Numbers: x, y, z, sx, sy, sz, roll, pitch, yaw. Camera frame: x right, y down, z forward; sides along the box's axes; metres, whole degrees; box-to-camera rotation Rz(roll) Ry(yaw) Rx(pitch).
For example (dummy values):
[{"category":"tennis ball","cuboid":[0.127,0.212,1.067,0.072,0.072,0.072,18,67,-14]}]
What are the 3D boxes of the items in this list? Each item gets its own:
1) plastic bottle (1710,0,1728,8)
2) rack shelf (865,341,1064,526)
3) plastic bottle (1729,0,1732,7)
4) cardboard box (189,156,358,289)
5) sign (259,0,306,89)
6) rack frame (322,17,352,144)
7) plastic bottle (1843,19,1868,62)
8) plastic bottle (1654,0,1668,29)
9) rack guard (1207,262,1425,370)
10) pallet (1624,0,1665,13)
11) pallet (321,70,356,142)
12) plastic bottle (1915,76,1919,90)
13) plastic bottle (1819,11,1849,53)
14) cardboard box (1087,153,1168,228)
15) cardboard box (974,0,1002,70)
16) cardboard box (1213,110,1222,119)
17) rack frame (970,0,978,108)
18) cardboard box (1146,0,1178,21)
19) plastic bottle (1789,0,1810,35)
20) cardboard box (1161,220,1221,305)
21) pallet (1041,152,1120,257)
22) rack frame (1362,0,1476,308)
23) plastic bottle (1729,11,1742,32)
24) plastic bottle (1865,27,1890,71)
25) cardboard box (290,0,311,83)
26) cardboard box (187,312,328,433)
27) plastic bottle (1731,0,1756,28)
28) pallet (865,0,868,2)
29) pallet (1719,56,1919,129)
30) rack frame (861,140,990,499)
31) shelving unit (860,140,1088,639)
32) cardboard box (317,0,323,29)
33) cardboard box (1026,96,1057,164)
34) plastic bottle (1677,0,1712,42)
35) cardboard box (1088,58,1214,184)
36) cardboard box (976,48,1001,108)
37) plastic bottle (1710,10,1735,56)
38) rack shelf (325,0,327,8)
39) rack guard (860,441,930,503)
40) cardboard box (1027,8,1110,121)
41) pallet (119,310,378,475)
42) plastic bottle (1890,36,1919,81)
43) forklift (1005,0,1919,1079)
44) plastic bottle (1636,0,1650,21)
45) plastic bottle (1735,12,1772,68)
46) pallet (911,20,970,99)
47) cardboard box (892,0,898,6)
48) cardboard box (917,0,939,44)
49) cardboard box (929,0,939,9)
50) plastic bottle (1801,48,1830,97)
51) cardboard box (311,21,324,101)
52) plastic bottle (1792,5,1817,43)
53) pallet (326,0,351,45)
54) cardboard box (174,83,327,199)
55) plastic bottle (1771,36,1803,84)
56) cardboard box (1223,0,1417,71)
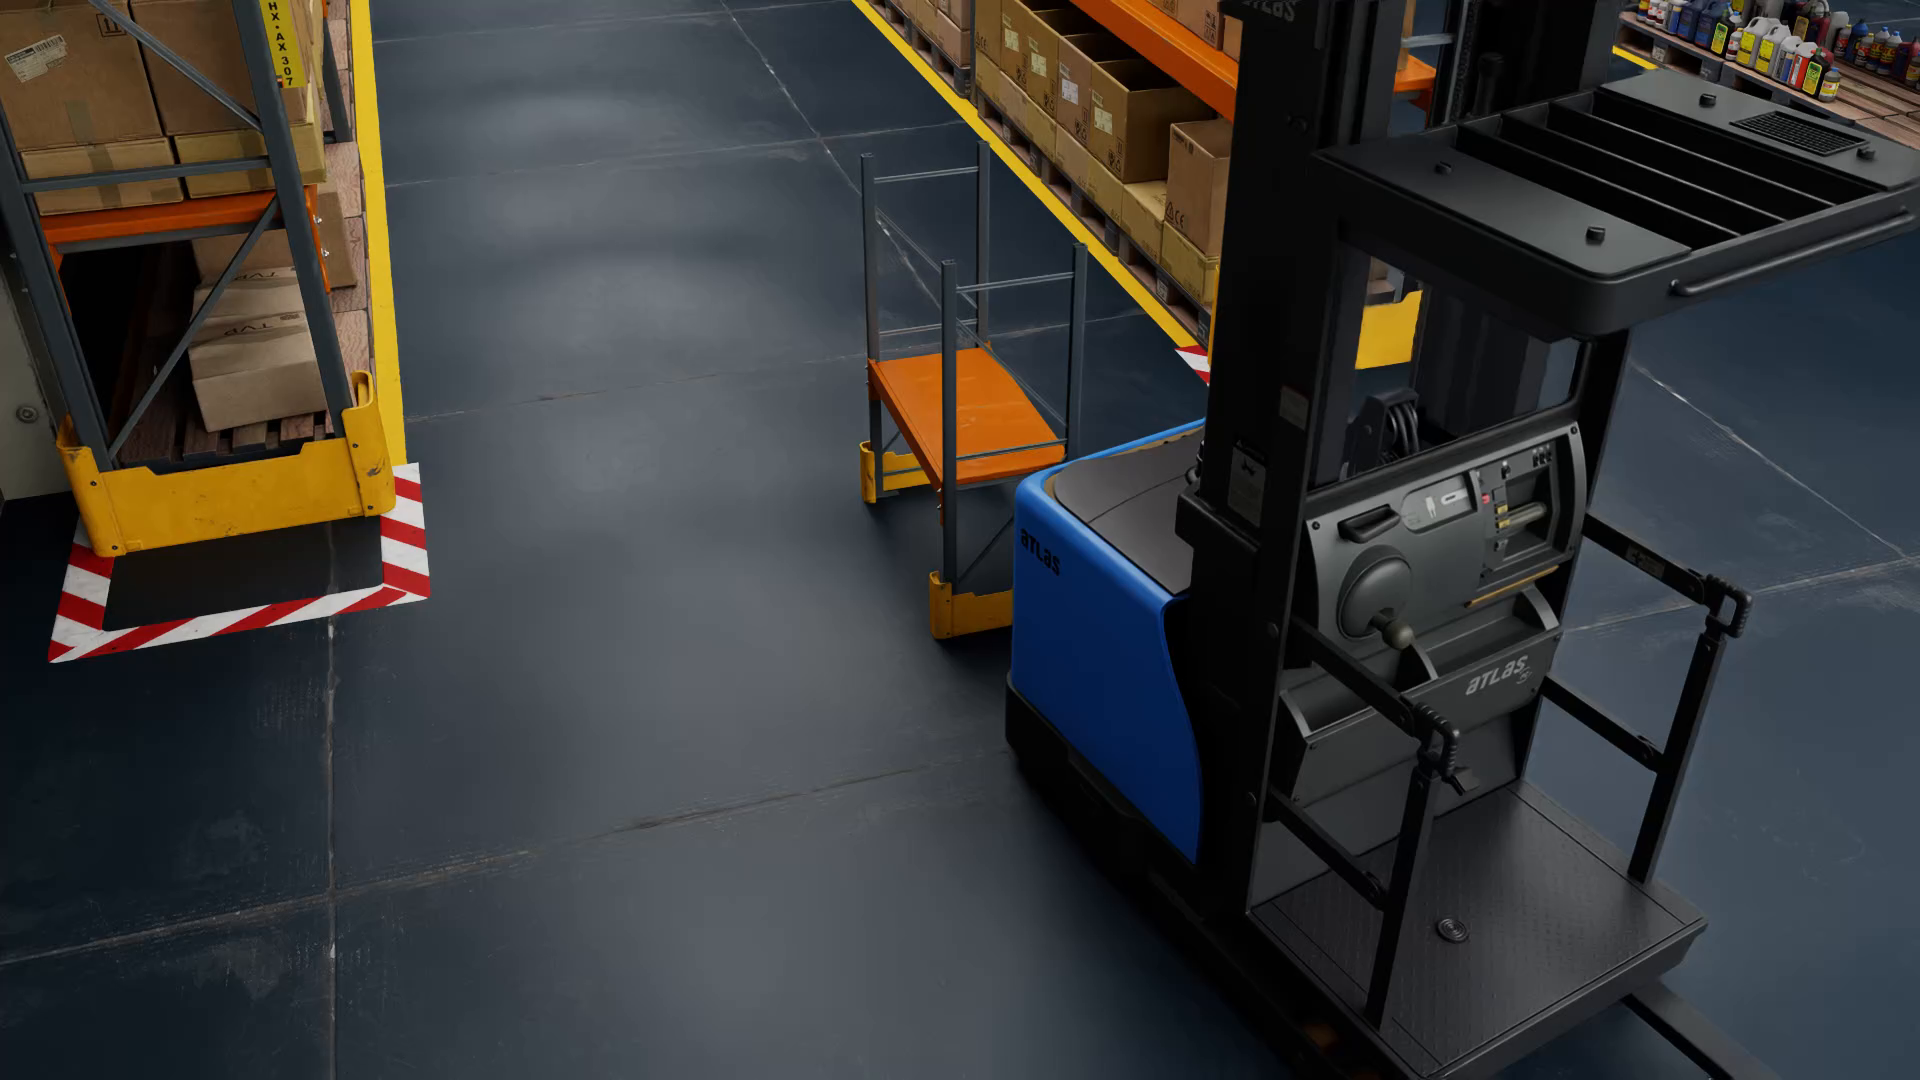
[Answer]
[{"category":"plastic bottle","cuboid":[5.269,-3.696,11.626,0.144,0.351,0.185,-10,35,-15]},{"category":"rack shelf","cuboid":[0.026,-0.431,6.368,0.538,0.185,1.000,-10,35,-15]},{"category":"plastic bottle","cuboid":[5.688,-3.965,12.169,0.097,0.201,0.097,0,33,0]},{"category":"cardboard box","cuboid":[-3.410,-1.533,8.217,0.700,0.500,0.500,-12,35,-18]},{"category":"sign","cuboid":[-2.418,-1.774,5.928,0.100,0.325,0.005,-10,35,-15]},{"category":"rack frame","cuboid":[-4.155,-3.421,9.206,1.000,3.000,0.127,-10,35,-15]},{"category":"plastic bottle","cuboid":[6.047,-3.375,11.213,0.097,0.271,0.097,0,33,0]},{"category":"plastic bottle","cuboid":[5.022,-3.755,11.852,0.097,0.201,0.097,0,33,0]},{"category":"rack guard","cuboid":[1.789,-1.101,7.962,1.175,0.500,0.348,-10,35,-15]},{"category":"pallet","cuboid":[5.004,-4.330,13.111,1.003,0.211,1.213,-10,35,-15]},{"category":"pallet","cuboid":[-4.394,-2.666,10.593,1.003,0.211,1.213,-10,35,-15]},{"category":"plastic bottle","cuboid":[6.244,-3.037,10.700,0.097,0.271,0.097,0,33,0]},{"category":"plastic bottle","cuboid":[5.954,-3.488,11.380,0.152,0.276,0.135,-9,35,-14]},{"category":"cardboard box","cuboid":[1.019,-1.939,9.076,0.500,0.250,0.500,-10,35,-15]},{"category":"cardboard box","cuboid":[0.405,-3.301,10.458,0.500,0.500,0.500,-10,35,-15]},{"category":"cardboard box","cuboid":[1.511,-2.338,9.001,0.500,0.500,0.500,-10,35,-15]},{"category":"rack frame","cuboid":[0.562,-4.256,10.470,1.000,3.000,0.127,-10,35,-15]},{"category":"cardboard box","cuboid":[1.341,-2.982,8.451,0.700,0.500,0.500,-10,35,-14]},{"category":"plastic bottle","cuboid":[5.899,-3.668,11.646,0.061,0.283,0.133,-8,34,-12]},{"category":"cardboard box","cuboid":[1.337,-1.416,8.285,0.500,0.250,0.500,-10,35,-15]},{"category":"pallet","cuboid":[1.140,-2.027,9.625,1.003,0.211,1.213,-10,35,-15]},{"category":"rack frame","cuboid":[1.782,-2.156,7.292,1.000,3.000,0.127,-10,35,-15]},{"category":"plastic bottle","cuboid":[5.269,-3.469,11.354,0.097,0.271,0.097,0,33,0]},{"category":"plastic bottle","cuboid":[6.109,-3.269,11.052,0.097,0.271,0.097,0,33,0]},{"category":"cardboard box","cuboid":[-2.935,-2.142,6.708,0.500,0.500,0.500,-10,35,-15]},{"category":"cardboard box","cuboid":[-3.060,-0.761,7.221,0.500,0.311,0.500,-14,36,-20]},{"category":"plastic bottle","cuboid":[5.614,-3.852,11.862,0.144,0.351,0.185,-10,35,-15]},{"category":"pallet","cuboid":[-0.444,-4.754,13.753,1.003,0.211,1.213,-10,35,-15]},{"category":"pallet","cuboid":[5.821,-2.922,10.981,1.003,0.211,1.213,-10,35,-15]},{"category":"rack frame","cuboid":[-0.129,-0.848,6.673,0.500,1.500,0.032,-10,35,-15]},{"category":"shelving unit","cuboid":[0.023,-0.586,6.276,0.587,1.500,1.083,-10,35,-15]},{"category":"cardboard box","cuboid":[-3.409,-2.645,8.149,0.500,0.250,0.500,-10,35,-15]},{"category":"cardboard box","cuboid":[0.710,-2.463,9.870,0.500,0.250,0.500,-10,35,-15]},{"category":"plastic bottle","cuboid":[5.131,-3.672,11.590,0.144,0.351,0.185,-9,35,-13]},{"category":"cardboard box","cuboid":[1.016,-2.251,8.869,0.500,0.500,0.500,-10,35,-15]},{"category":"cardboard box","cuboid":[0.414,-2.990,10.667,0.500,0.250,0.500,-10,35,-15]},{"category":"plastic bottle","cuboid":[5.200,-3.451,11.317,0.061,0.283,0.133,-9,34,-13]},{"category":"rack shelf","cuboid":[-4.765,-4.171,10.994,1.077,0.370,4.000,-10,35,-15]},{"category":"rack guard","cuboid":[-0.129,-0.326,7.016,0.587,0.250,0.087,-10,35,-15]},{"category":"cardboard box","cuboid":[0.710,-2.776,9.663,0.500,0.500,0.500,-10,35,-15]},{"category":"pallet","cuboid":[-3.172,-0.630,7.512,1.003,0.211,1.213,-10,35,-15]},{"category":"plastic bottle","cuboid":[6.192,-3.164,10.881,0.061,0.283,0.133,-9,35,-14]},{"category":"forklift","cuboid":[1.346,0.039,4.032,1.130,2.935,3.031,-18,38,-26]},{"category":"plastic bottle","cuboid":[4.960,-3.891,11.994,0.097,0.271,0.097,0,33,0]},{"category":"plastic bottle","cuboid":[5.318,-3.350,11.102,0.144,0.351,0.185,-10,35,-15]},{"category":"pallet","cuboid":[0.300,-3.473,11.814,1.003,0.211,1.213,-10,35,-15]},{"category":"cardboard box","cuboid":[-0.304,-4.255,12.581,0.500,0.250,0.500,-9,35,-14]},{"category":"cardboard box","cuboid":[0.007,-3.719,11.770,0.500,0.250,0.500,-11,35,-15]},{"category":"cardboard box","cuboid":[0.001,-3.955,11.618,0.500,0.311,0.500,-9,35,-13]},{"category":"plastic bottle","cuboid":[5.470,-2.986,10.613,0.061,0.283,0.133,-9,35,-14]},{"category":"cardboard box","cuboid":[-3.103,-2.115,7.348,0.500,0.250,0.500,-11,35,-15]},{"category":"plastic bottle","cuboid":[5.818,-3.547,11.461,0.061,0.283,0.133,-10,35,-15]},{"category":"pallet","cuboid":[-5.138,-3.947,12.532,1.003,0.211,1.213,-10,35,-15]},{"category":"cardboard box","cuboid":[-2.781,-1.576,6.533,0.500,0.250,0.500,-11,35,-16]},{"category":"plastic bottle","cuboid":[5.430,-3.135,10.844,0.152,0.276,0.135,-11,35,-16]},{"category":"cardboard box","cuboid":[1.652,-2.445,7.639,0.700,0.500,0.500,-10,35,-15]}]
